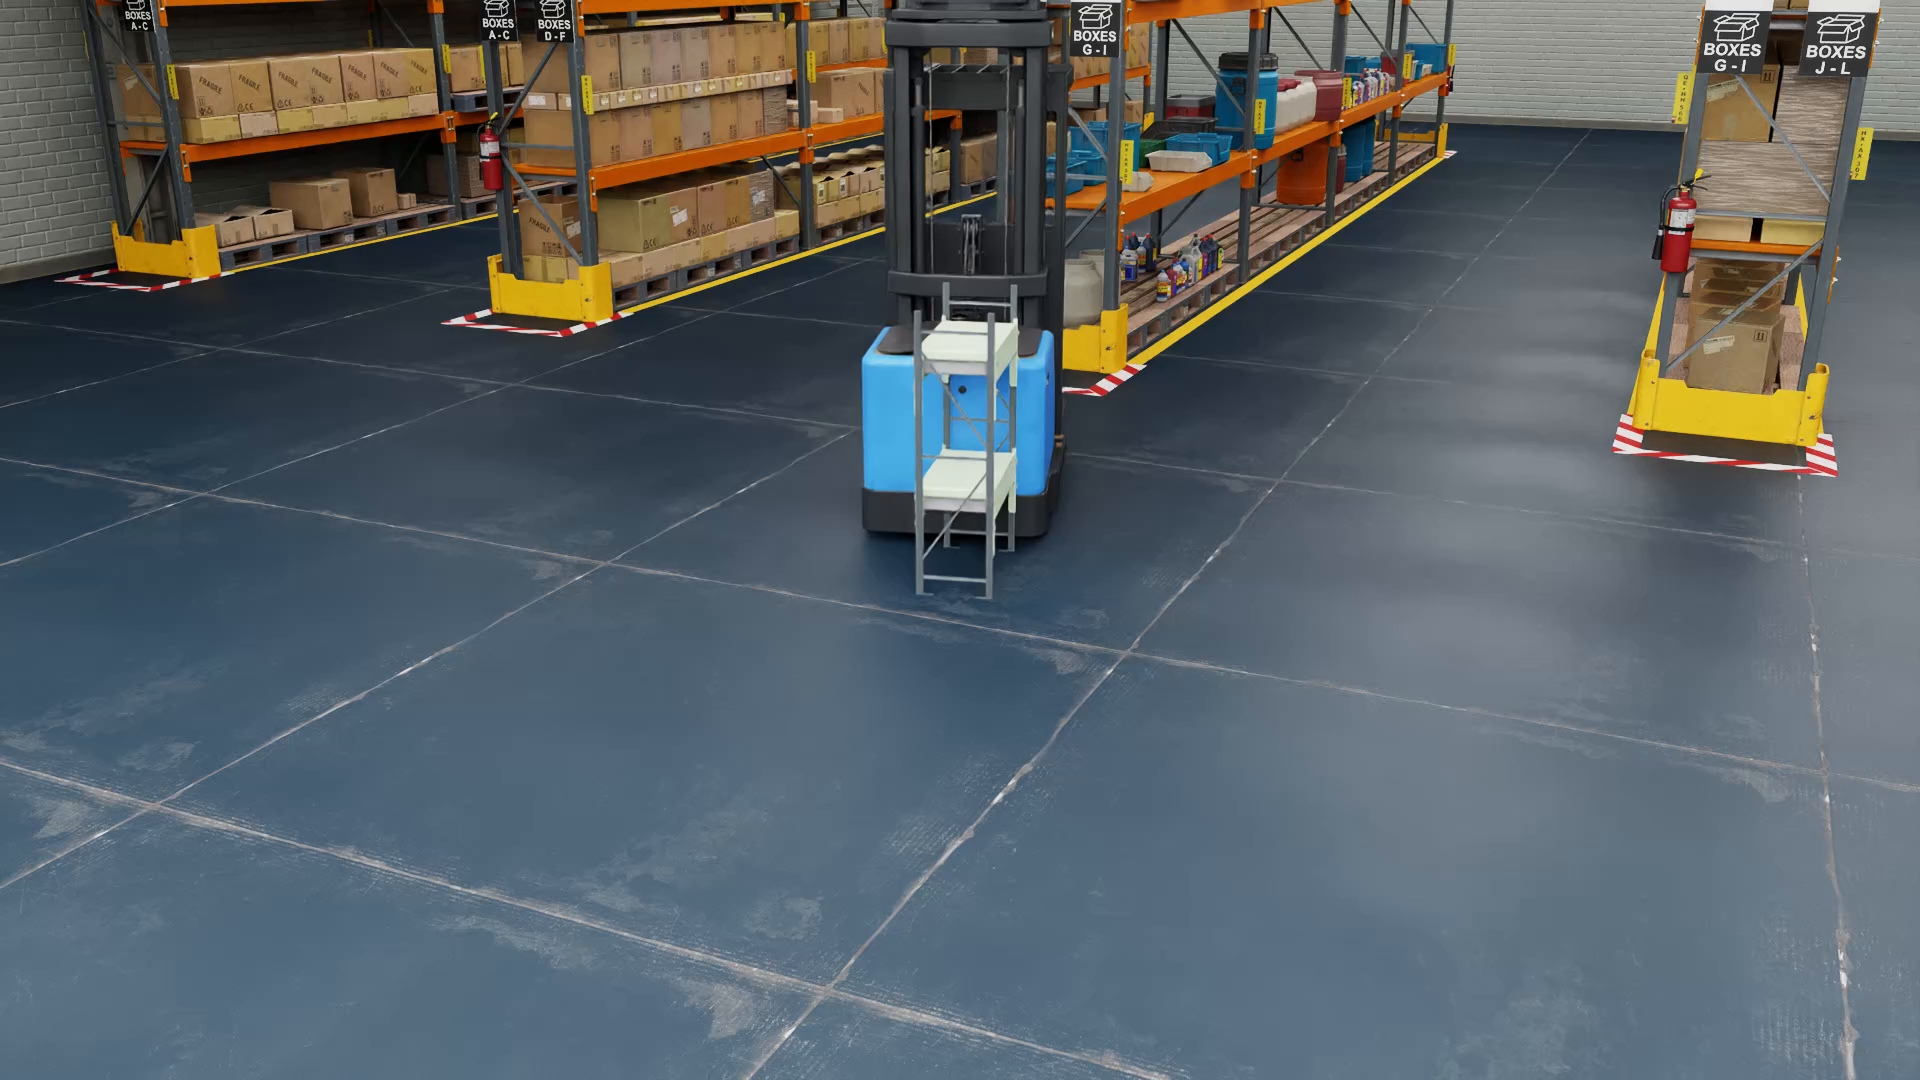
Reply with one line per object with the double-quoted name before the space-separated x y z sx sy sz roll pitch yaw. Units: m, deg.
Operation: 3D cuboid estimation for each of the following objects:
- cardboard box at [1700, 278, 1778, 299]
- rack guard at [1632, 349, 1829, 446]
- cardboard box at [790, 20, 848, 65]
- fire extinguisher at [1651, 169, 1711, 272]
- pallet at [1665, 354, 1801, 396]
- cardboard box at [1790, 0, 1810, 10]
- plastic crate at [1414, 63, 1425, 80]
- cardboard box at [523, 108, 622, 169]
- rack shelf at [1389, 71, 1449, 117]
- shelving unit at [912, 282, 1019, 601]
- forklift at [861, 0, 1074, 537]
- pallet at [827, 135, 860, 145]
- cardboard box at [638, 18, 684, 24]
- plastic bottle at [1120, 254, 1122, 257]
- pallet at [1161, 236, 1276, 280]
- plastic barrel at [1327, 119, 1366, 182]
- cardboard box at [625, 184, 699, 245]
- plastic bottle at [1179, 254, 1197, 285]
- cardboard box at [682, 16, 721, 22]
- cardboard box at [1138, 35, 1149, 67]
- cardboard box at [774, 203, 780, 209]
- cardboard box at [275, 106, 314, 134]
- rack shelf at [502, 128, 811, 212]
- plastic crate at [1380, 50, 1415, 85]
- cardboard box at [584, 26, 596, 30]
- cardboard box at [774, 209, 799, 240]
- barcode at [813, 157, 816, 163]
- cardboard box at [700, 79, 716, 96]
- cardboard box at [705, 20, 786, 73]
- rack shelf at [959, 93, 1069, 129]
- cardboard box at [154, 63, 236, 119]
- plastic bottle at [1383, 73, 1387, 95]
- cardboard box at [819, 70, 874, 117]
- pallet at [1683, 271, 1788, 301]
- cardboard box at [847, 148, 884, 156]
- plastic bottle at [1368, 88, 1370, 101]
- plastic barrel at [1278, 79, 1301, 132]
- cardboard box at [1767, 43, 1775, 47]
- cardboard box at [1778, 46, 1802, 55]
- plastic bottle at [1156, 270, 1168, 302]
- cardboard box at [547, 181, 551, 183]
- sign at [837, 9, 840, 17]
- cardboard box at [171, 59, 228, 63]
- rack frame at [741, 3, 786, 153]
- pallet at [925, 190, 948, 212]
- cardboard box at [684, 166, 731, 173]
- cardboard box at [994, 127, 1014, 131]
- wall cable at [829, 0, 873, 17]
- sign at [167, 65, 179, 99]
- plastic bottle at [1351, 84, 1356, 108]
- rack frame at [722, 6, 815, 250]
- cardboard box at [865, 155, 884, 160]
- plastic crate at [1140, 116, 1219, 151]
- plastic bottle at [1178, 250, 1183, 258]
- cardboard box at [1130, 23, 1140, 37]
"cardboard box" 6.046 -1.733 12.969 0.500 0.500 0.500 11 22 28
"rack guard" 5.319 -0.994 11.517 1.175 0.500 0.348 9 21 23
"cardboard box" -2.525 -8.607 28.745 0.980 0.700 0.700 7 21 20
"fire extinguisher" 4.821 -2.140 11.125 0.296 0.674 0.183 9 21 23
"pallet" 5.684 -1.101 12.250 1.003 0.211 1.213 9 21 23
"cardboard box" 5.721 -3.603 10.869 0.500 0.250 0.500 9 22 24
"plastic crate" 6.714 -7.005 24.850 0.416 0.233 0.300 9 21 23
"cardboard box" -3.545 -3.697 15.237 0.700 0.500 0.500 9 21 23
"rack shelf" 6.502 -6.769 25.098 1.077 0.370 4.000 9 21 23
"shelving unit" 0.039 -0.529 8.718 0.431 1.500 0.755 4 20 10
"forklift" 0.119 -1.850 10.297 1.130 2.935 3.031 2 20 6
"pallet" -2.474 -7.138 29.224 1.003 0.211 1.213 9 21 23
"cardboard box" -4.352 -7.450 24.200 0.500 0.250 0.500 8 21 22
"plastic bottle" 1.447 -2.632 15.690 0.144 0.351 0.185 8 21 22
"pallet" 2.694 -2.982 17.539 1.003 0.211 1.213 9 21 23
"plastic barrel" 5.155 -5.325 22.470 0.600 0.901 0.708 9 21 23
"cardboard box" -2.929 -3.205 16.363 0.500 0.500 0.500 9 21 23
"plastic bottle" 2.126 -2.532 15.519 0.152 0.276 0.135 9 21 24
"cardboard box" -3.948 -7.761 25.072 0.500 0.250 0.500 8 21 22
"cardboard box" 2.869 -8.273 28.104 0.500 0.500 0.500 9 22 24
"cardboard box" -2.205 -3.800 19.155 0.500 0.250 0.500 8 21 22
"cardboard box" -7.366 -4.547 17.972 0.500 0.250 0.500 8 21 22
"rack shelf" -2.929 -3.781 16.697 1.077 0.370 4.000 9 21 23
"plastic crate" 6.278 -6.793 23.908 0.402 0.464 0.583 9 21 23
"cardboard box" -5.225 -6.983 22.853 0.380 0.149 0.250 5 20 14
"cardboard box" -2.101 -3.462 18.204 0.500 0.250 0.500 9 21 23
"barcode" -1.626 -4.234 18.539 0.001 0.075 0.075 9 21 23
"cardboard box" -2.653 -4.502 16.534 0.380 0.149 0.250 9 22 24
"cardboard box" -2.286 -5.253 17.678 0.700 0.500 0.500 9 21 23
"rack shelf" 0.347 -6.227 23.574 1.077 0.370 4.000 9 21 23
"cardboard box" -7.799 -4.584 16.956 0.500 0.500 0.500 9 21 23
"plastic bottle" 5.764 -6.199 22.598 0.061 0.283 0.133 9 21 23
"cardboard box" -1.360 -5.325 19.817 0.500 0.500 0.500 9 21 23
"pallet" 7.244 -2.295 15.608 1.003 0.211 1.213 9 21 23
"cardboard box" -1.162 -4.839 21.239 0.500 0.311 0.500 8 21 21
"plastic bottle" 5.288 -5.821 21.655 0.097 0.201 0.097 0 20 0
"plastic barrel" 3.477 -4.733 18.099 0.433 0.535 0.433 0 20 0
"cardboard box" 6.307 -3.774 13.518 0.500 0.500 0.500 9 21 23
"cardboard box" 6.584 -3.548 12.884 0.500 0.500 0.500 9 21 23
"plastic bottle" 1.796 -2.261 14.765 0.097 0.271 0.097 0 20 0
"cardboard box" -5.735 -5.138 22.513 0.700 0.500 0.500 8 21 22
"sign" -2.221 -9.601 30.580 0.100 0.325 0.005 9 21 23
"cardboard box" -8.055 -4.805 17.578 0.500 0.500 0.500 9 21 23
"rack frame" -3.355 -7.855 27.081 1.000 3.000 0.127 9 21 23
"pallet" -0.845 -4.394 21.509 1.003 0.211 1.213 9 21 23
"cardboard box" -2.783 -3.734 17.850 0.500 0.500 0.500 9 21 23
"cardboard box" 0.810 -5.713 24.130 0.500 0.500 0.500 9 21 23
"wall cable" -2.056 -10.078 31.814 0.084 1.984 1.851 9 21 23
"sign" -7.774 -4.521 16.412 0.100 0.325 0.005 9 21 23
"plastic bottle" 4.898 -5.553 20.780 0.061 0.283 0.133 9 21 23
"rack frame" -2.110 -4.731 18.296 1.000 3.000 0.127 9 21 23
"cardboard box" -0.878 -4.613 20.603 0.500 0.311 0.500 8 21 22
"plastic crate" 2.077 -3.879 15.991 0.767 0.338 0.504 9 21 23
"plastic bottle" 2.092 -2.590 15.673 0.061 0.283 0.133 9 21 23
"cardboard box" 2.666 -8.590 27.503 0.500 0.500 0.500 9 22 24
